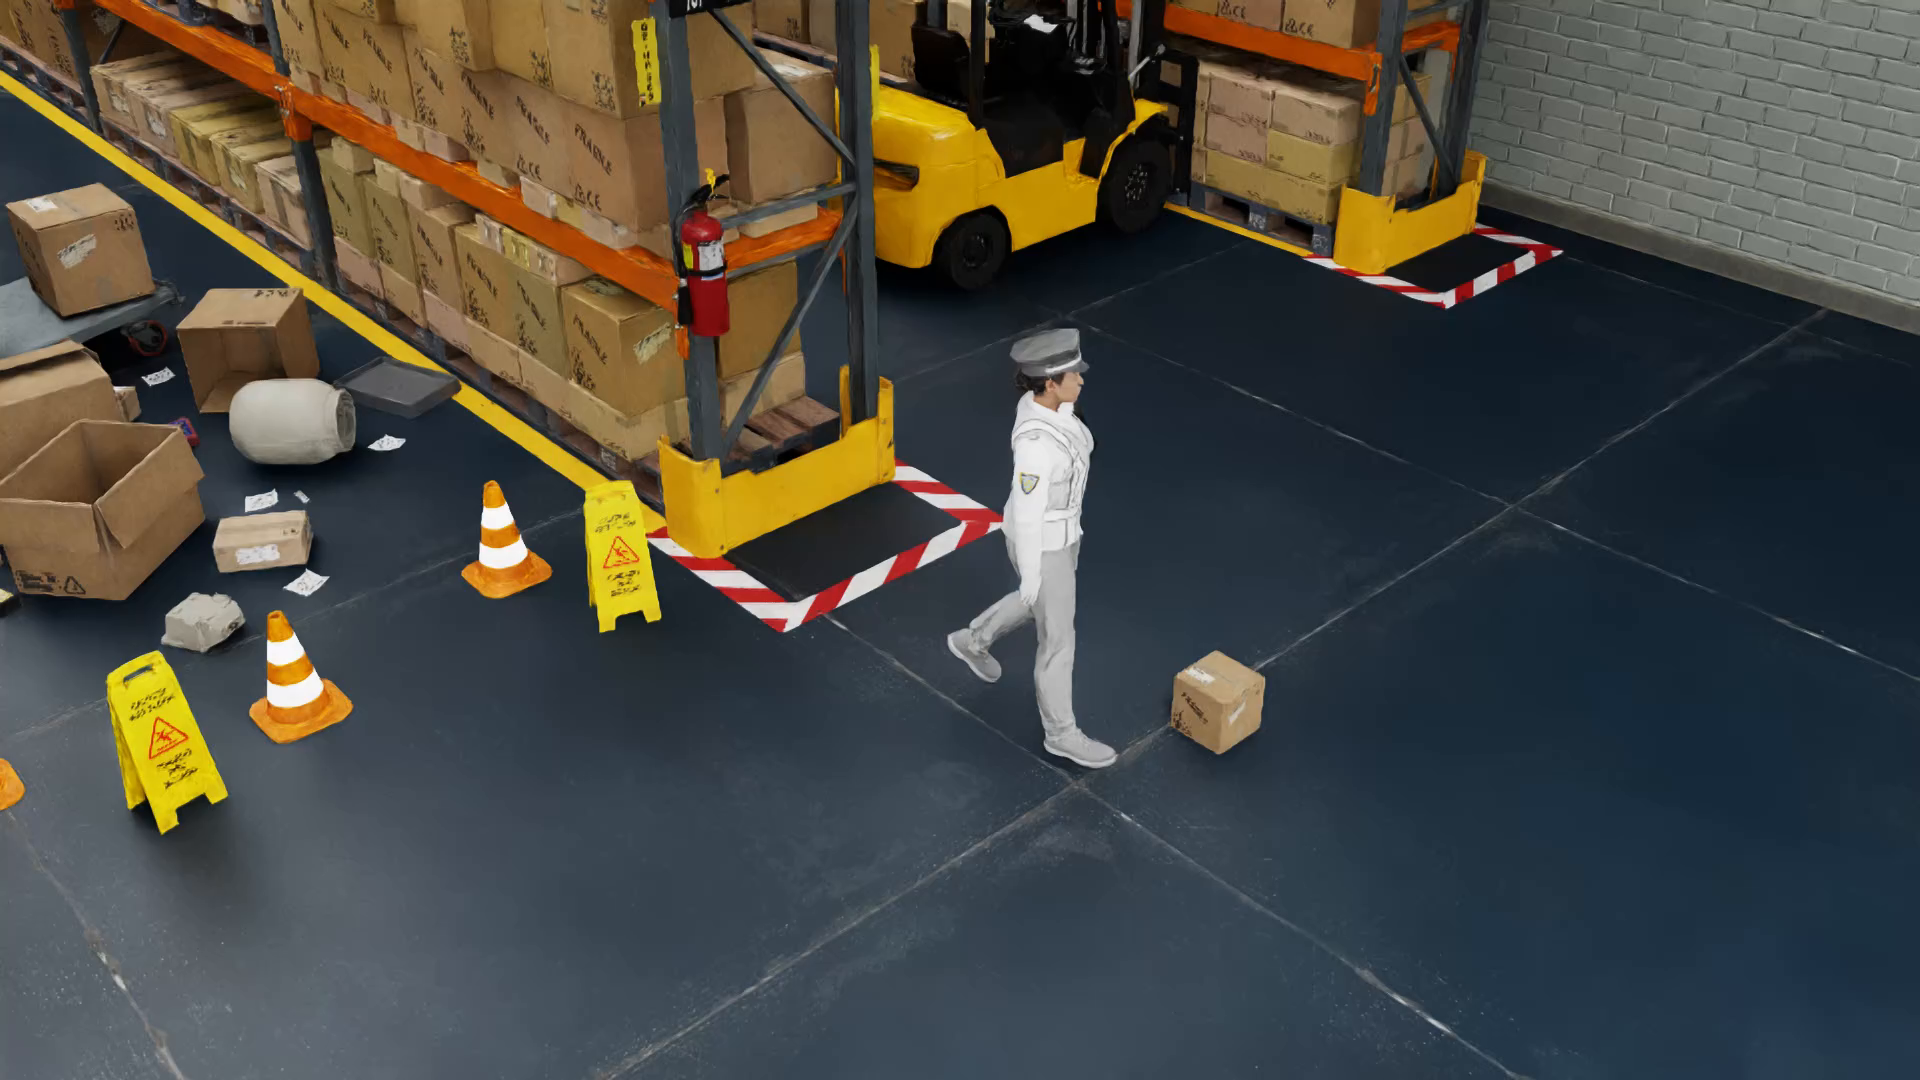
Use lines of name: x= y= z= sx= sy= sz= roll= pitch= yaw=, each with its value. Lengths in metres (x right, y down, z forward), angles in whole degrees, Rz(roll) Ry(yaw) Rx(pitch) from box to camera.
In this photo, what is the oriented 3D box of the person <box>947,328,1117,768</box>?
person: x=0.287 y=0.001 z=6.097 sx=0.671 sy=1.669 sz=0.540 roll=4 pitch=32 yaw=6
